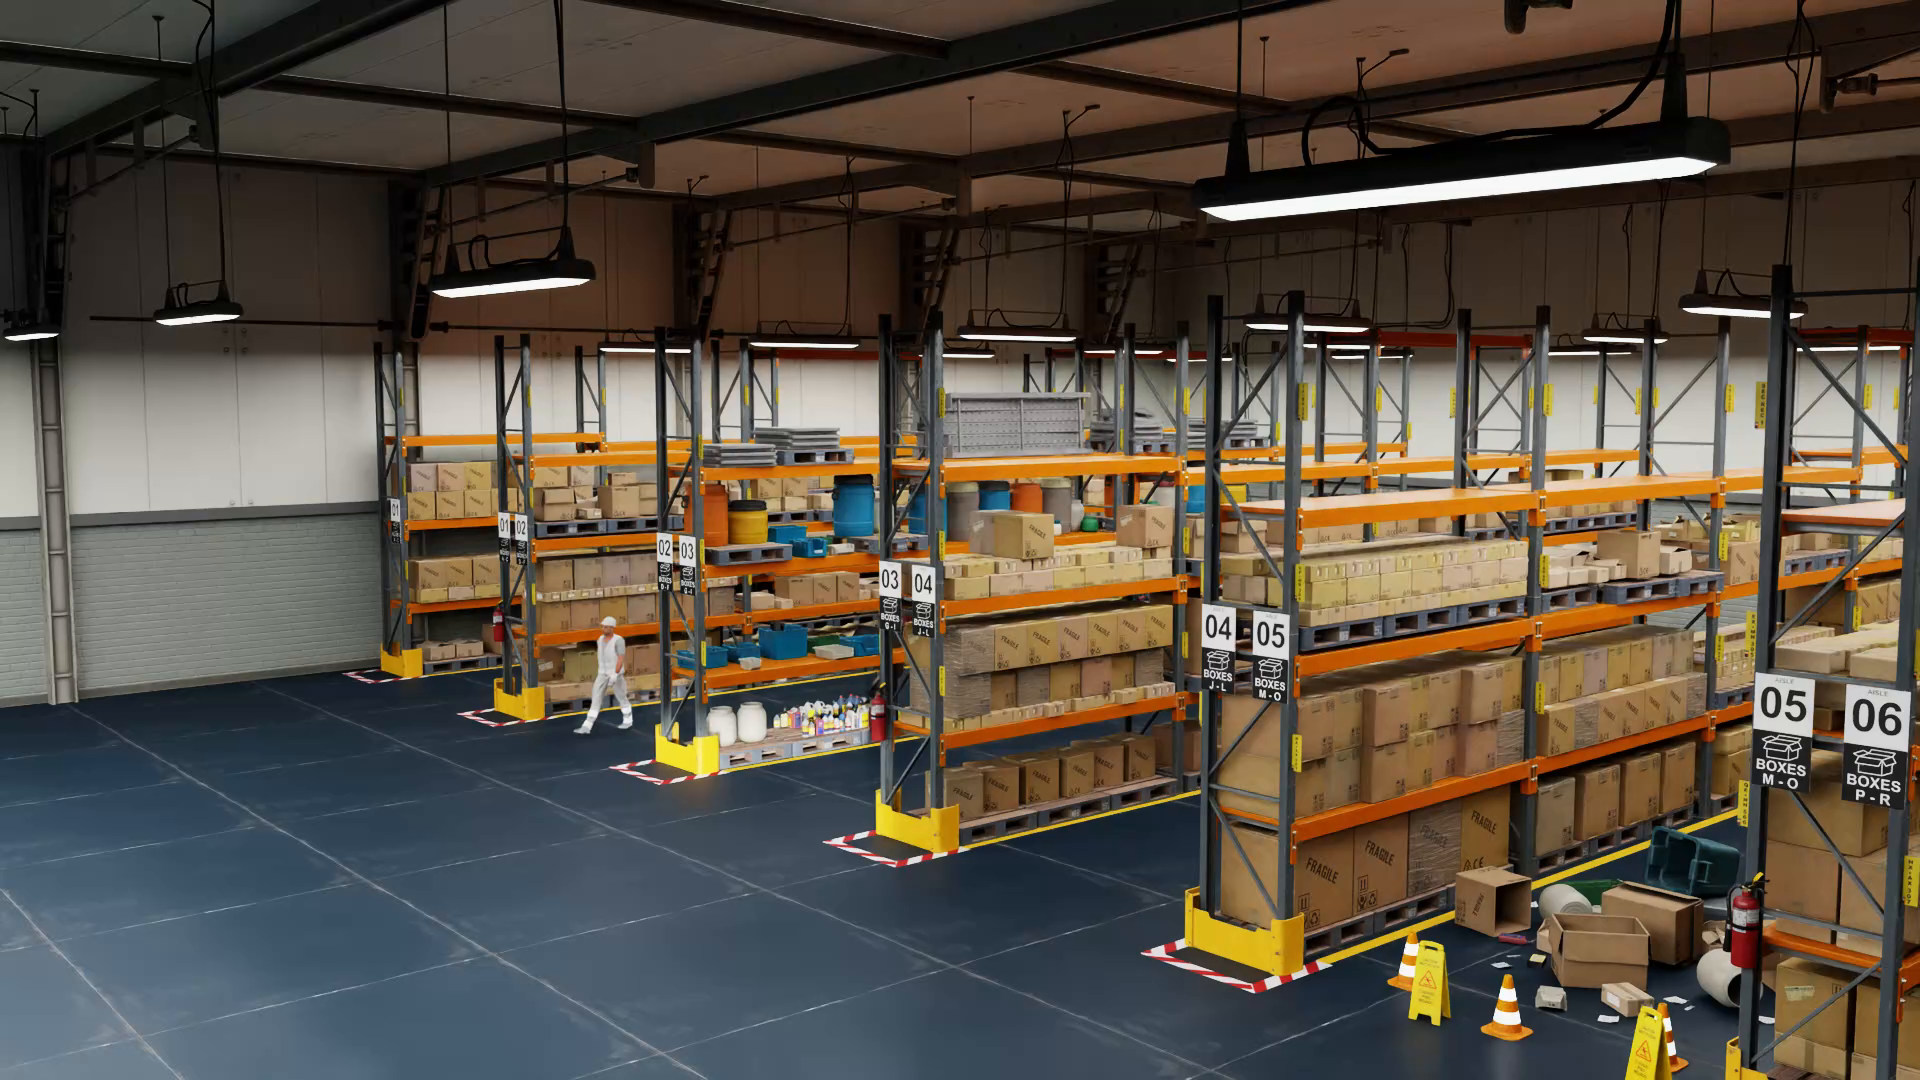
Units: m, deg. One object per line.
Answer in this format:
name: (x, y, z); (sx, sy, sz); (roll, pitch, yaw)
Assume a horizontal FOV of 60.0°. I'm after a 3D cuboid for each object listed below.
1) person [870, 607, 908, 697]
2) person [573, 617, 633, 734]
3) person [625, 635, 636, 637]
person: (-1.085, 1.751, 26.867); (0.751, 1.617, 0.644); (-4, 7, -40)
person: (-5.274, 2.011, 24.800); (0.559, 1.731, 1.041); (2, 6, 22)
person: (-5.862, 1.687, 29.493); (0.434, 1.546, 0.967); (4, 7, 37)
